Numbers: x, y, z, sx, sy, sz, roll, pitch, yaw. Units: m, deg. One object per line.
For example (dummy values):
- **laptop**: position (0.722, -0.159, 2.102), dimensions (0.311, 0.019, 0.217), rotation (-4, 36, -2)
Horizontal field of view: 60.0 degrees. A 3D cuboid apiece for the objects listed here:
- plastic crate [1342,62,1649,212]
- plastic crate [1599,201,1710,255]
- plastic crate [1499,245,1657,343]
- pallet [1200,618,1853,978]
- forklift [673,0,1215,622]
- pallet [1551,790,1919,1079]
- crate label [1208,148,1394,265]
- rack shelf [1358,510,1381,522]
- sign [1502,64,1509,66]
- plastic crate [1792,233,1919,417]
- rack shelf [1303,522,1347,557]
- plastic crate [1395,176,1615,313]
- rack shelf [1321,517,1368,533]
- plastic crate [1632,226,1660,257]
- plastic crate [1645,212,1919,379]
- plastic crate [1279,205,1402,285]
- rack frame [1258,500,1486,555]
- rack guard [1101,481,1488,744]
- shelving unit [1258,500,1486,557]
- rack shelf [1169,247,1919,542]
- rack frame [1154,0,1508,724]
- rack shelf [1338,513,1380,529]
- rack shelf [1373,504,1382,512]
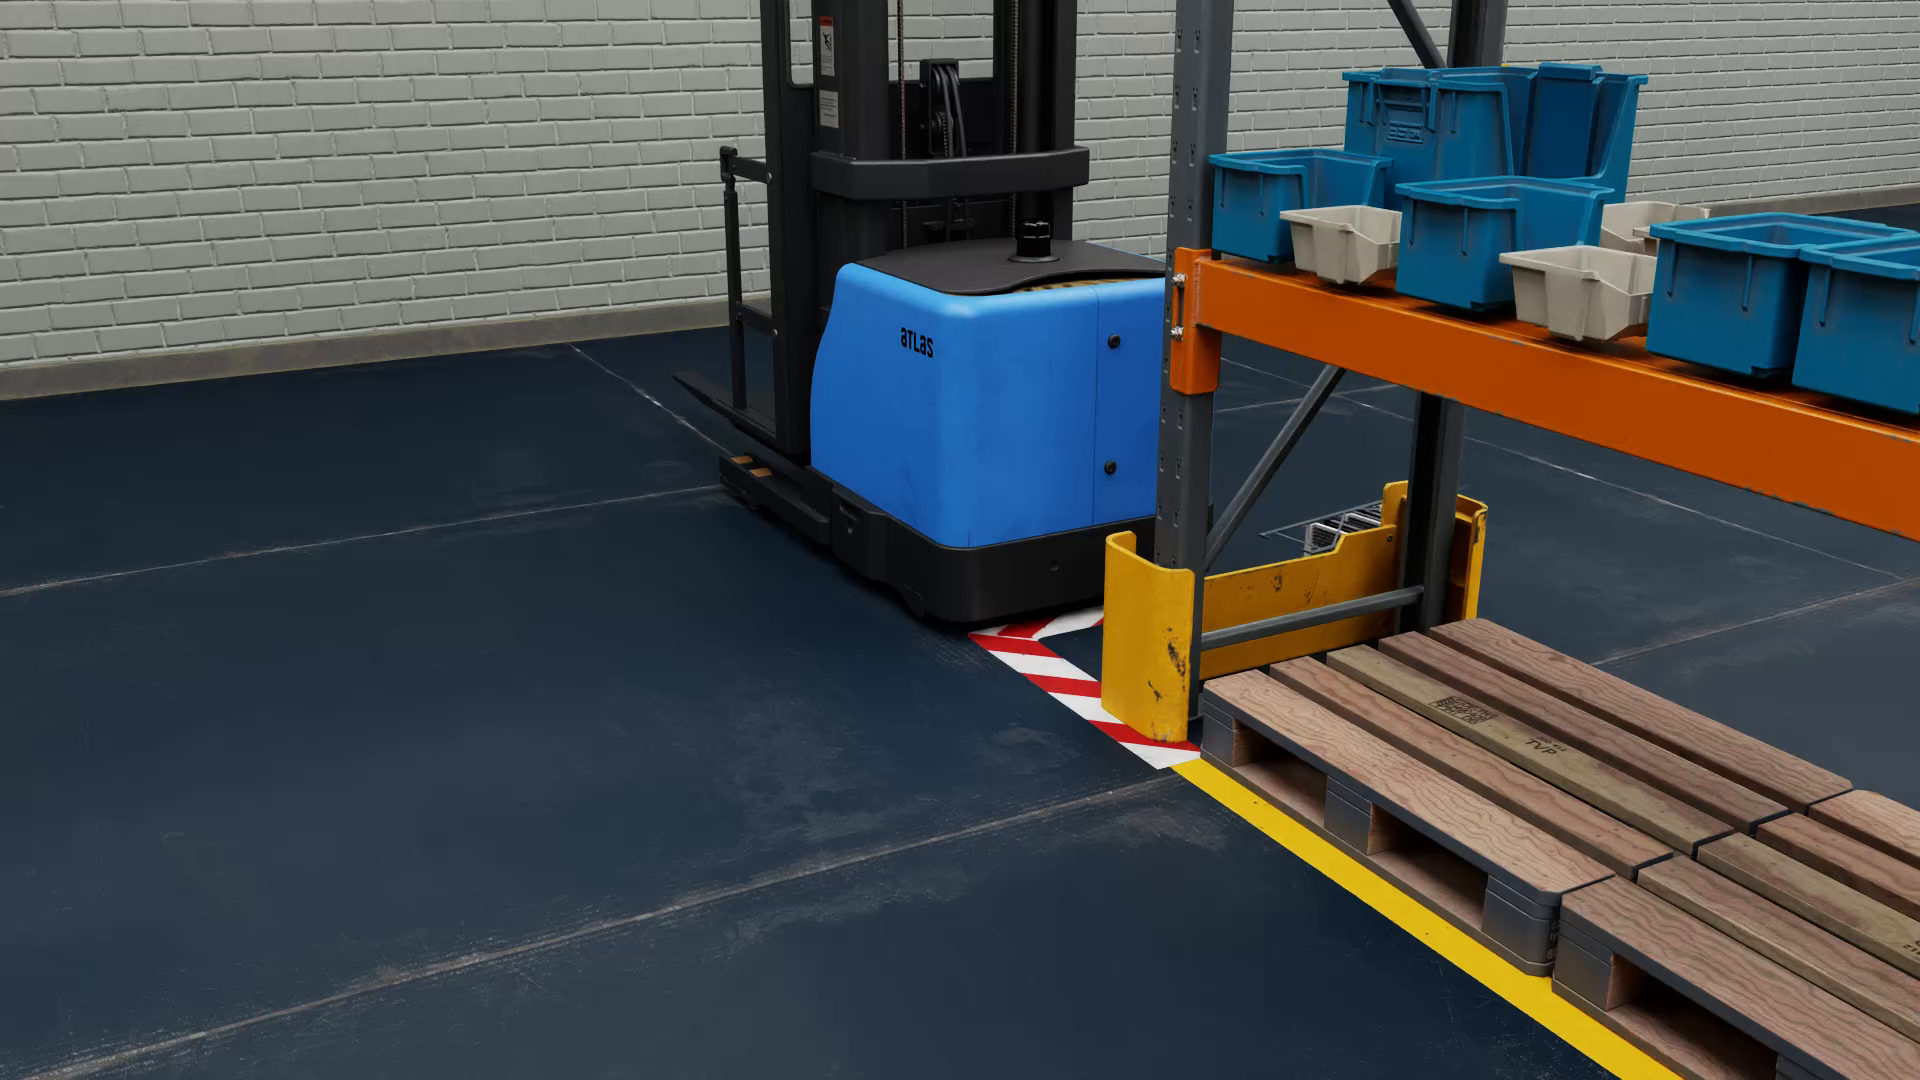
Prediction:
- **plastic crate**: position (1.323, -0.969, 4.194), dimensions (0.616, 0.435, 0.499), rotation (-10, 21, -27)
- **plastic crate**: position (1.546, -0.688, 3.840), dimensions (0.396, 0.136, 0.243), rotation (-10, 21, -27)
- **plastic crate**: position (1.228, -0.473, 3.216), dimensions (0.250, 0.136, 0.298), rotation (-10, 21, -27)
- **pallet**: position (1.357, 0.570, 4.155), dimensions (1.003, 0.211, 1.213), rotation (-10, 21, -27)
- **forklift**: position (-0.302, -1.564, 6.171), dimensions (1.130, 2.935, 3.031), rotation (-10, 22, -27)
- **pallet**: position (1.932, 0.920, 3.142), dimensions (1.003, 0.211, 1.213), rotation (-10, 21, -27)
- **crate label**: position (0.827, -0.818, 4.068), dimensions (0.416, 0.233, 0.303), rotation (-10, 21, -27)
- **rack shelf**: position (1.469, 0.011, 5.769), dimensions (0.077, 0.200, 0.258), rotation (-14, 23, -35)
- **sign**: position (1.476, -1.158, 4.638), dimensions (0.100, 0.325, 0.005), rotation (-10, 21, -27)
- **plastic crate**: position (1.594, -0.354, 2.723), dimensions (0.416, 0.233, 0.300), rotation (-10, 21, -27)
- **rack shelf**: position (1.253, 0.064, 5.616), dimensions (0.077, 0.200, 0.258), rotation (-14, 23, -35)
- **plastic crate**: position (1.139, -0.629, 3.521), dimensions (0.416, 0.233, 0.300), rotation (-10, 21, -27)
- **rack shelf**: position (1.325, 0.046, 5.667), dimensions (0.077, 0.200, 0.258), rotation (-14, 23, -35)
- **plastic crate**: position (1.671, -0.603, 3.592), dimensions (0.396, 0.136, 0.243), rotation (-10, 21, -27)
- **plastic crate**: position (1.452, -0.440, 2.973), dimensions (0.416, 0.233, 0.300), rotation (-10, 21, -27)
- **plastic crate**: position (0.906, -0.668, 3.780), dimensions (0.250, 0.136, 0.298), rotation (-10, 21, -27)
- **rack frame**: position (1.424, -0.074, 5.704), dimensions (0.900, 0.006, 0.240), rotation (-14, 23, -35)
- **rack guard**: position (0.976, 0.186, 4.826), dimensions (1.175, 0.500, 0.348), rotation (-10, 21, -27)
- **shelving unit**: position (1.424, 0.022, 5.737), dimensions (0.900, 0.210, 0.258), rotation (-14, 23, -35)
- **rack shelf**: position (1.949, -0.077, 2.857), dimensions (1.077, 0.370, 4.000), rotation (-10, 21, -27)
- **rack frame**: position (0.999, -0.991, 4.404), dimensions (1.000, 3.000, 0.127), rotation (-10, 21, -27)
- **rack shelf**: position (1.397, 0.029, 5.718), dimensions (0.077, 0.200, 0.258), rotation (-14, 23, -35)
- **rack shelf**: position (1.541, -0.006, 5.820), dimensions (0.077, 0.200, 0.258), rotation (-14, 23, -35)
